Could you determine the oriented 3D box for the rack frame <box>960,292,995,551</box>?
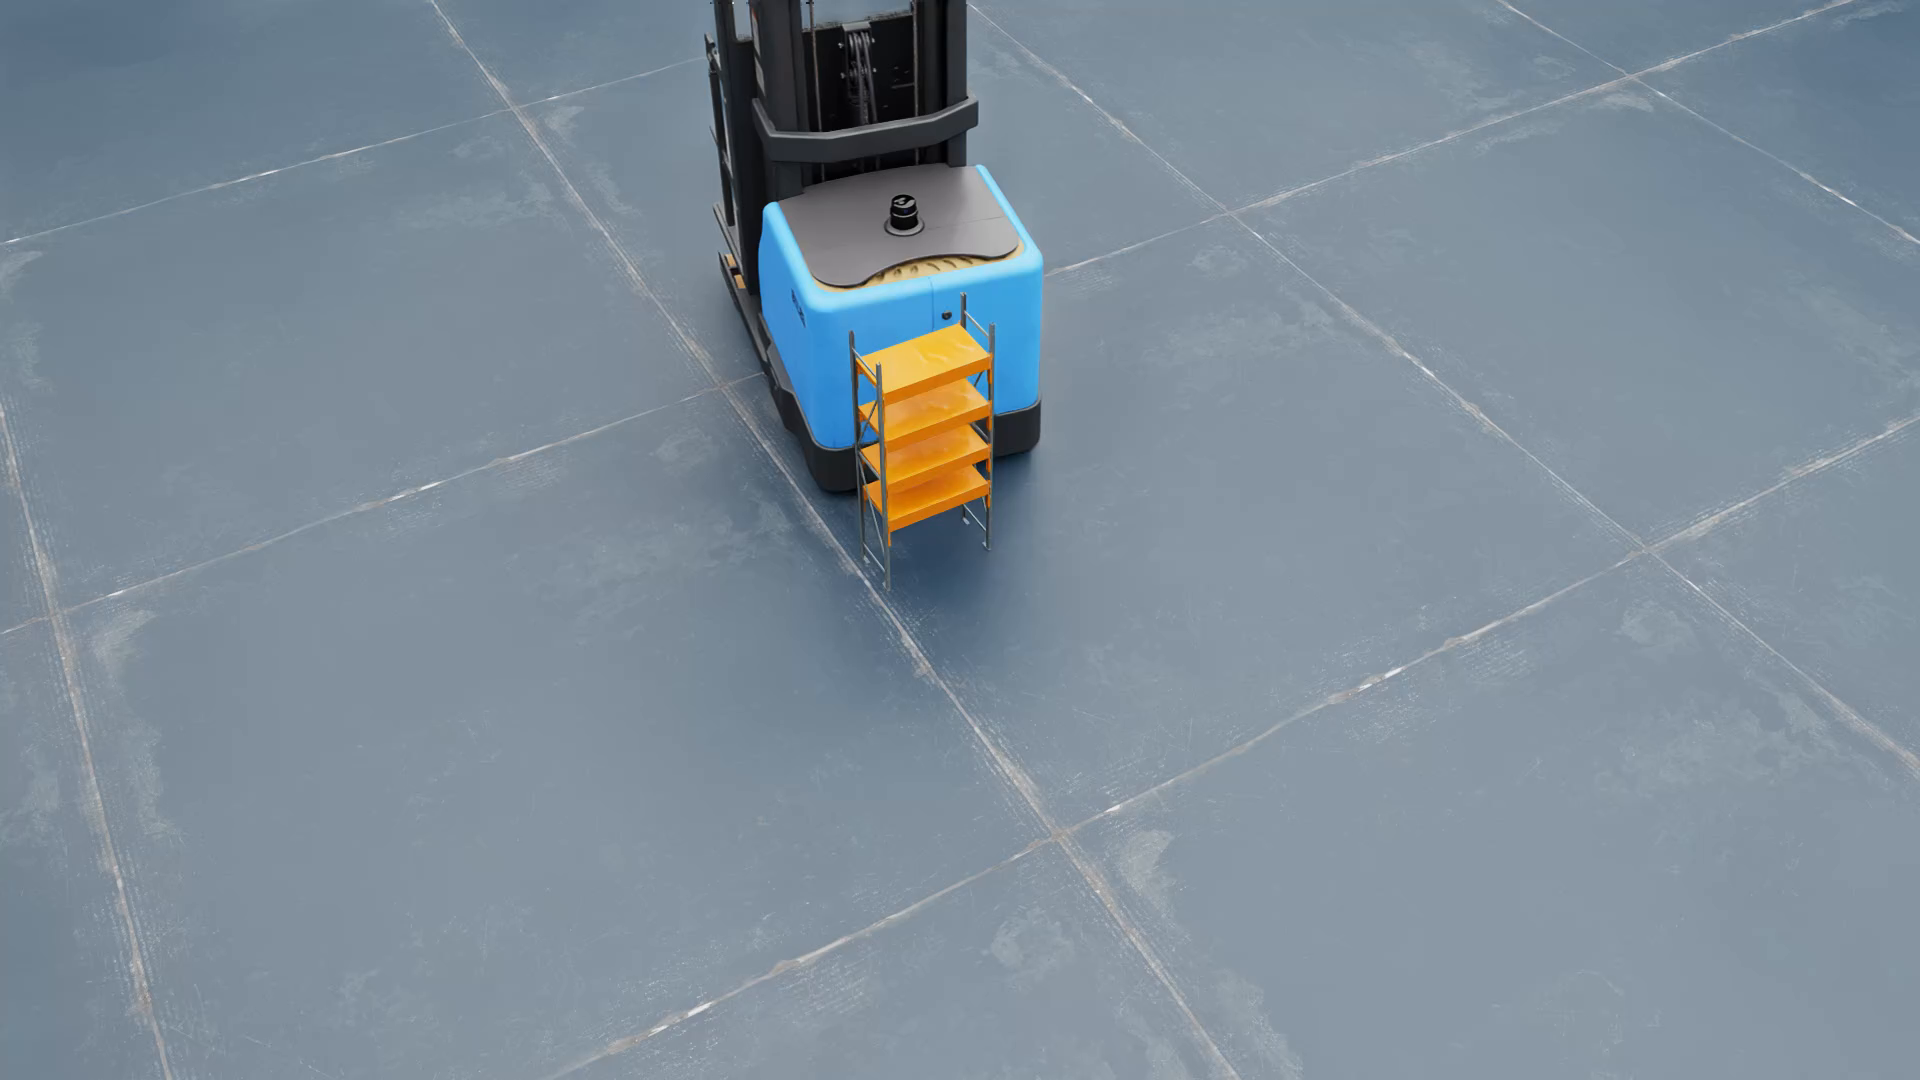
[{"bbox_3d":[0.068,-0.458,6.790,0.015,1.200,0.240,-22,48,-21],"label":"rack frame"}]

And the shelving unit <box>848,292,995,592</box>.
[{"bbox_3d":[-0.144,-0.373,6.702,0.503,1.200,0.258,-22,48,-21],"label":"shelving unit"}]

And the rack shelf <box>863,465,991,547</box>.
[{"bbox_3d":[-0.144,-0.182,6.887,0.480,0.148,0.258,-22,48,-21],"label":"rack shelf"}]

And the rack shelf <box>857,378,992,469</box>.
[{"bbox_3d":[-0.144,-0.485,6.593,0.480,0.148,0.258,-22,48,-21],"label":"rack shelf"}]

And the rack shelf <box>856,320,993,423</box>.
[{"bbox_3d":[-0.144,-0.655,6.429,0.480,0.148,0.258,-22,48,-21],"label":"rack shelf"}]

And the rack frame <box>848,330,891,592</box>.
[{"bbox_3d":[-0.355,-0.288,6.615,0.015,1.200,0.240,-22,48,-21],"label":"rack frame"}]

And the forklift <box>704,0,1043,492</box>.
[{"bbox_3d":[-0.589,-2.308,7.453,1.130,2.935,3.031,-13,46,-13],"label":"forklift"}]

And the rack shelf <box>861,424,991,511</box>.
[{"bbox_3d":[-0.144,-0.325,6.749,0.480,0.148,0.258,-22,48,-21],"label":"rack shelf"}]
